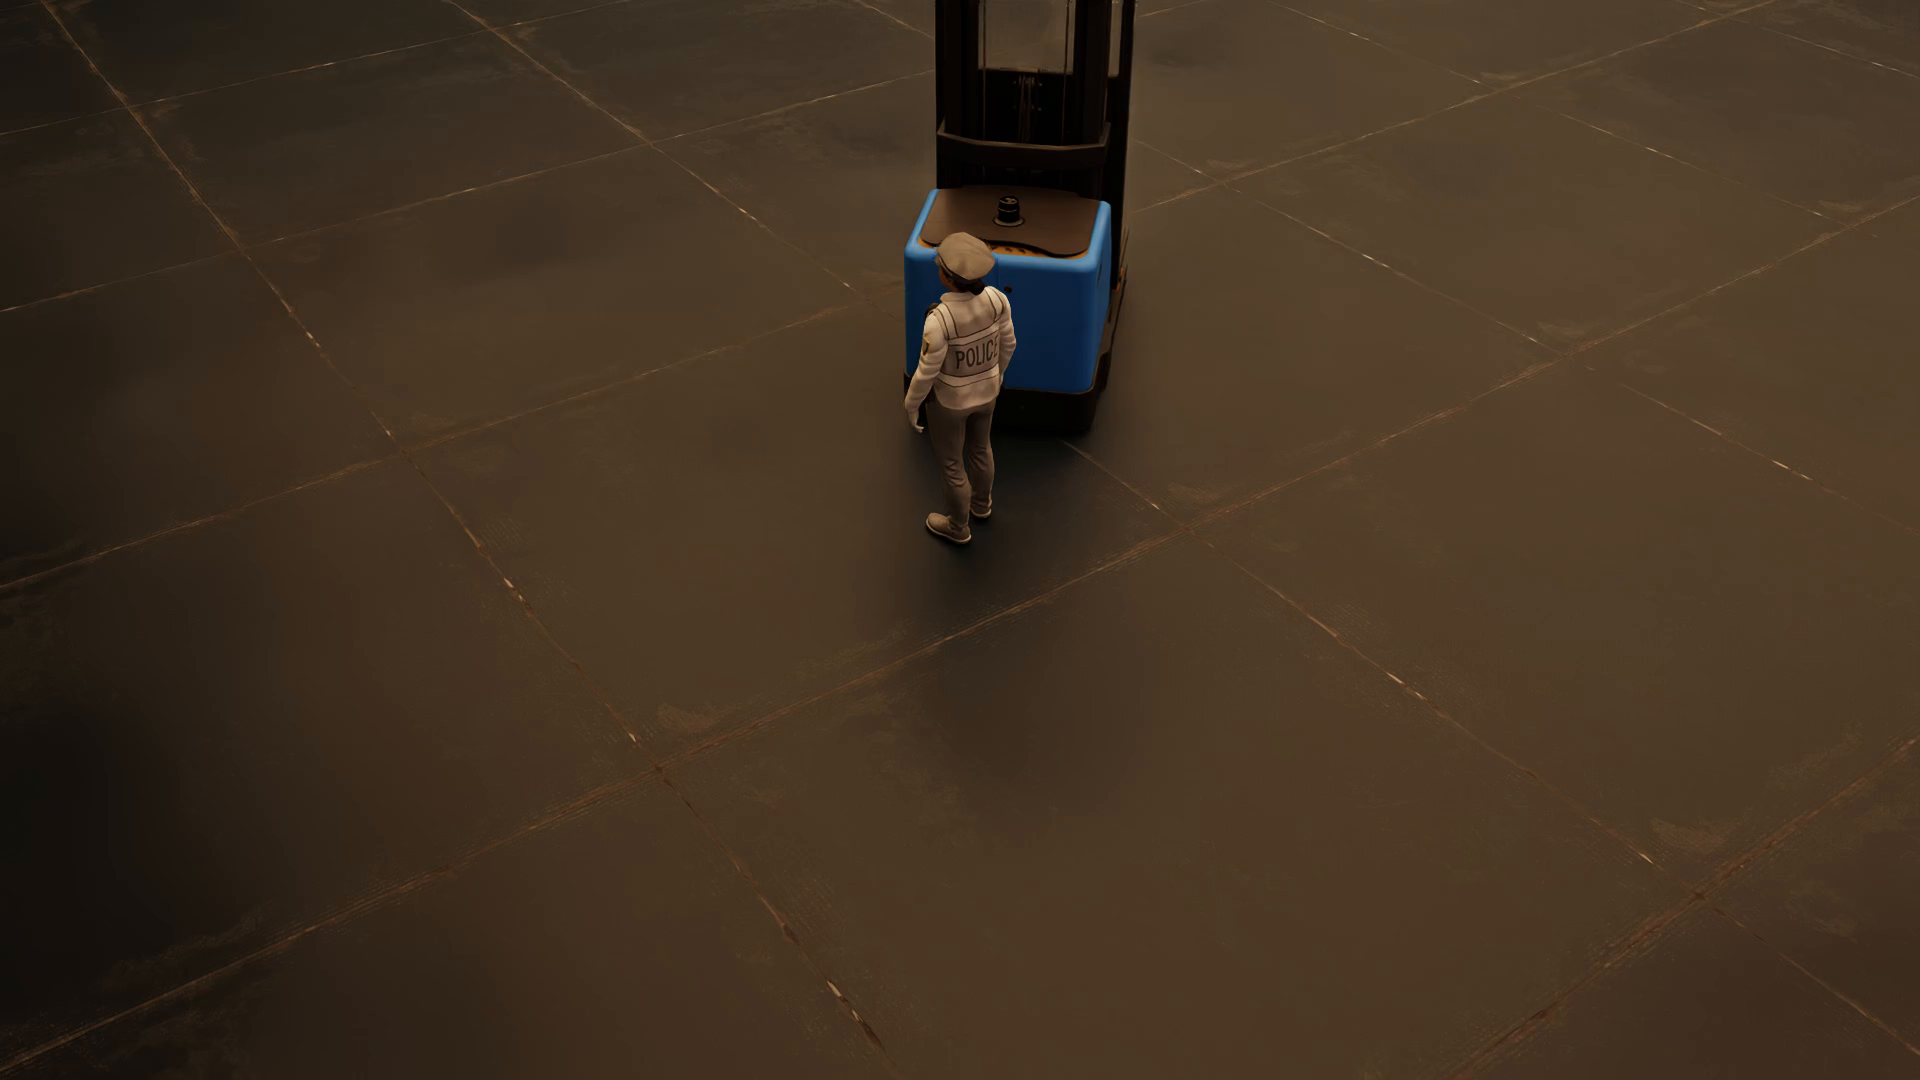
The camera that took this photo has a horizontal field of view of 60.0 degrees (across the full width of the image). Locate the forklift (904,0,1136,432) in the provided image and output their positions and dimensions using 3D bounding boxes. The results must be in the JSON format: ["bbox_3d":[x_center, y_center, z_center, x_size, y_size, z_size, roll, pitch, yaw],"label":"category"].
[{"bbox_3d":[0.449,-2.643,9.519,1.130,2.935,3.031,6,37,8],"label":"forklift"}]

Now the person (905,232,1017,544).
[{"bbox_3d":[-0.034,-0.722,7.949,0.588,1.697,0.534,-23,42,-28],"label":"person"}]
